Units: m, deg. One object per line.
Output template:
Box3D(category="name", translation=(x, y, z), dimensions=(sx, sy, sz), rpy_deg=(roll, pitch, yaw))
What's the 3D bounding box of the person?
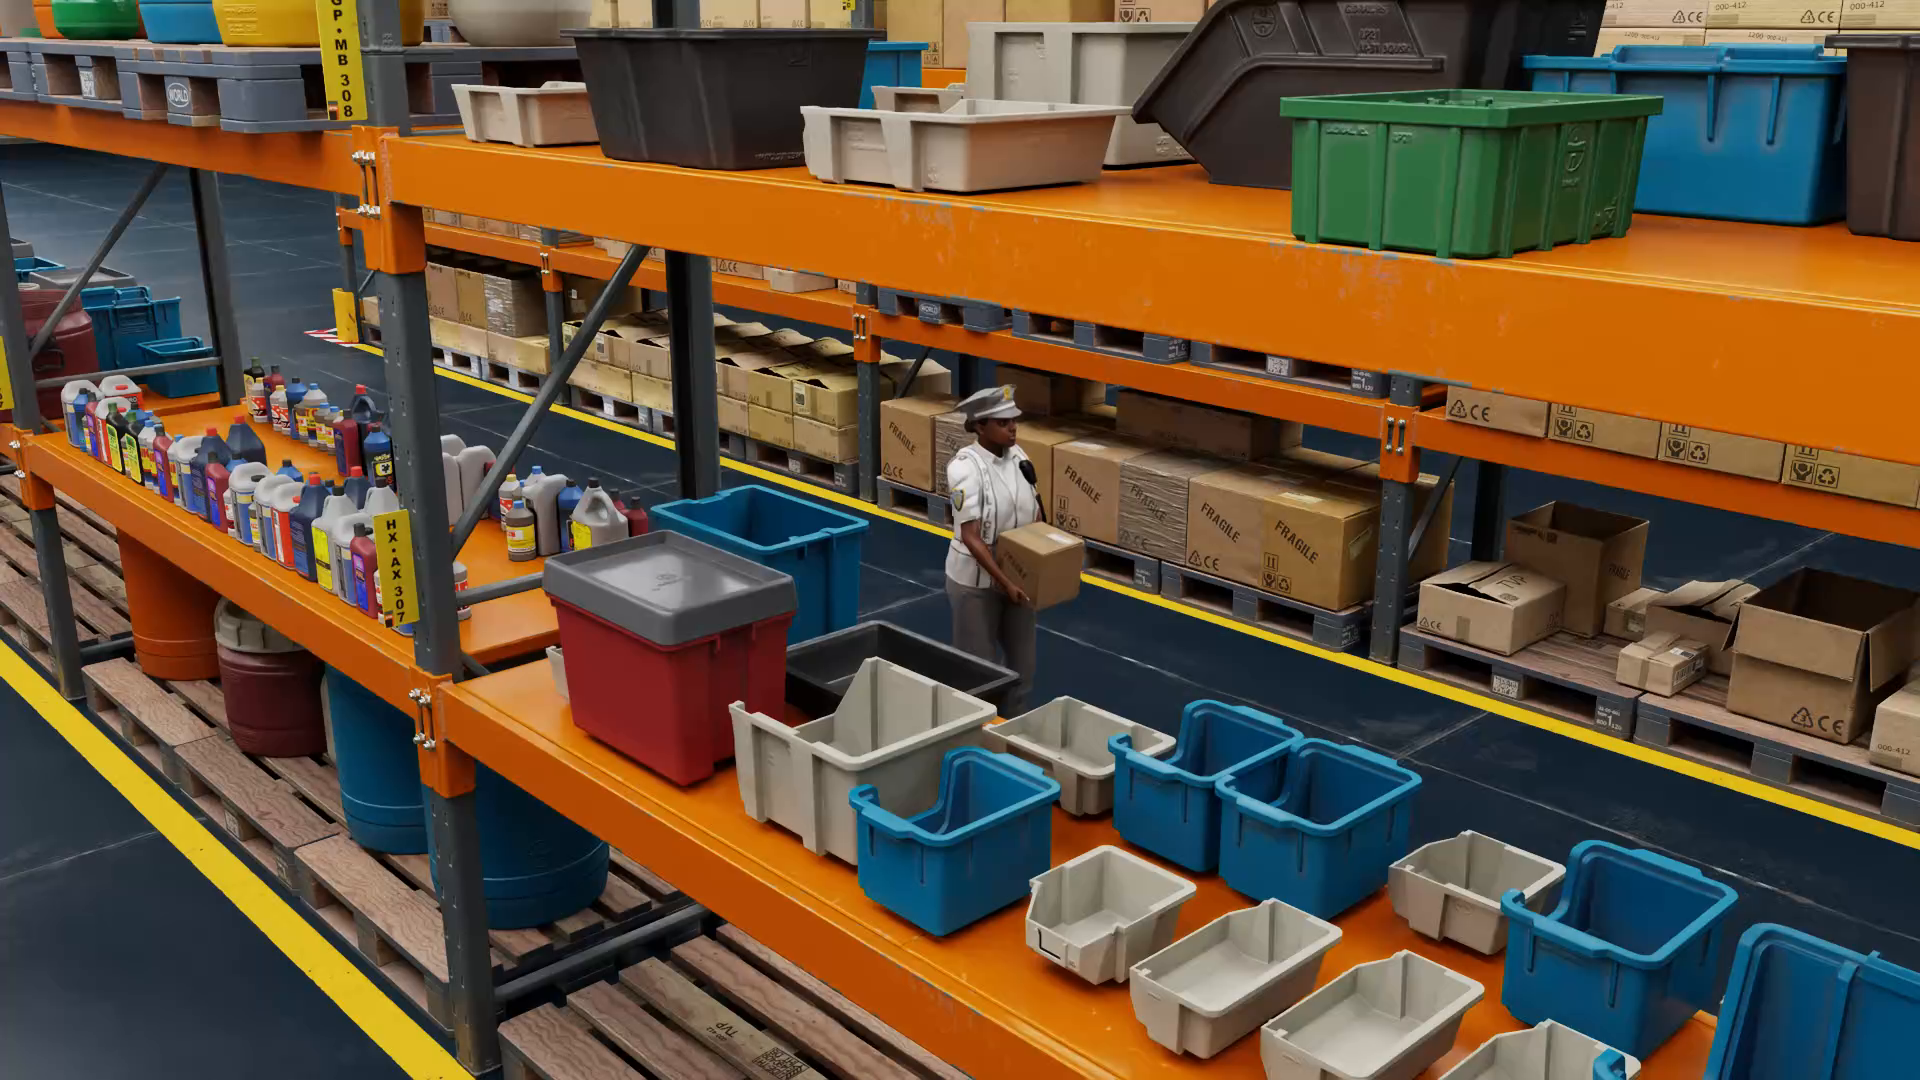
Box3D(category="person", translation=(0.197, 0.193, 6.898), dimensions=(0.441, 1.692, 0.517), rpy_deg=(-16, 23, -41))
